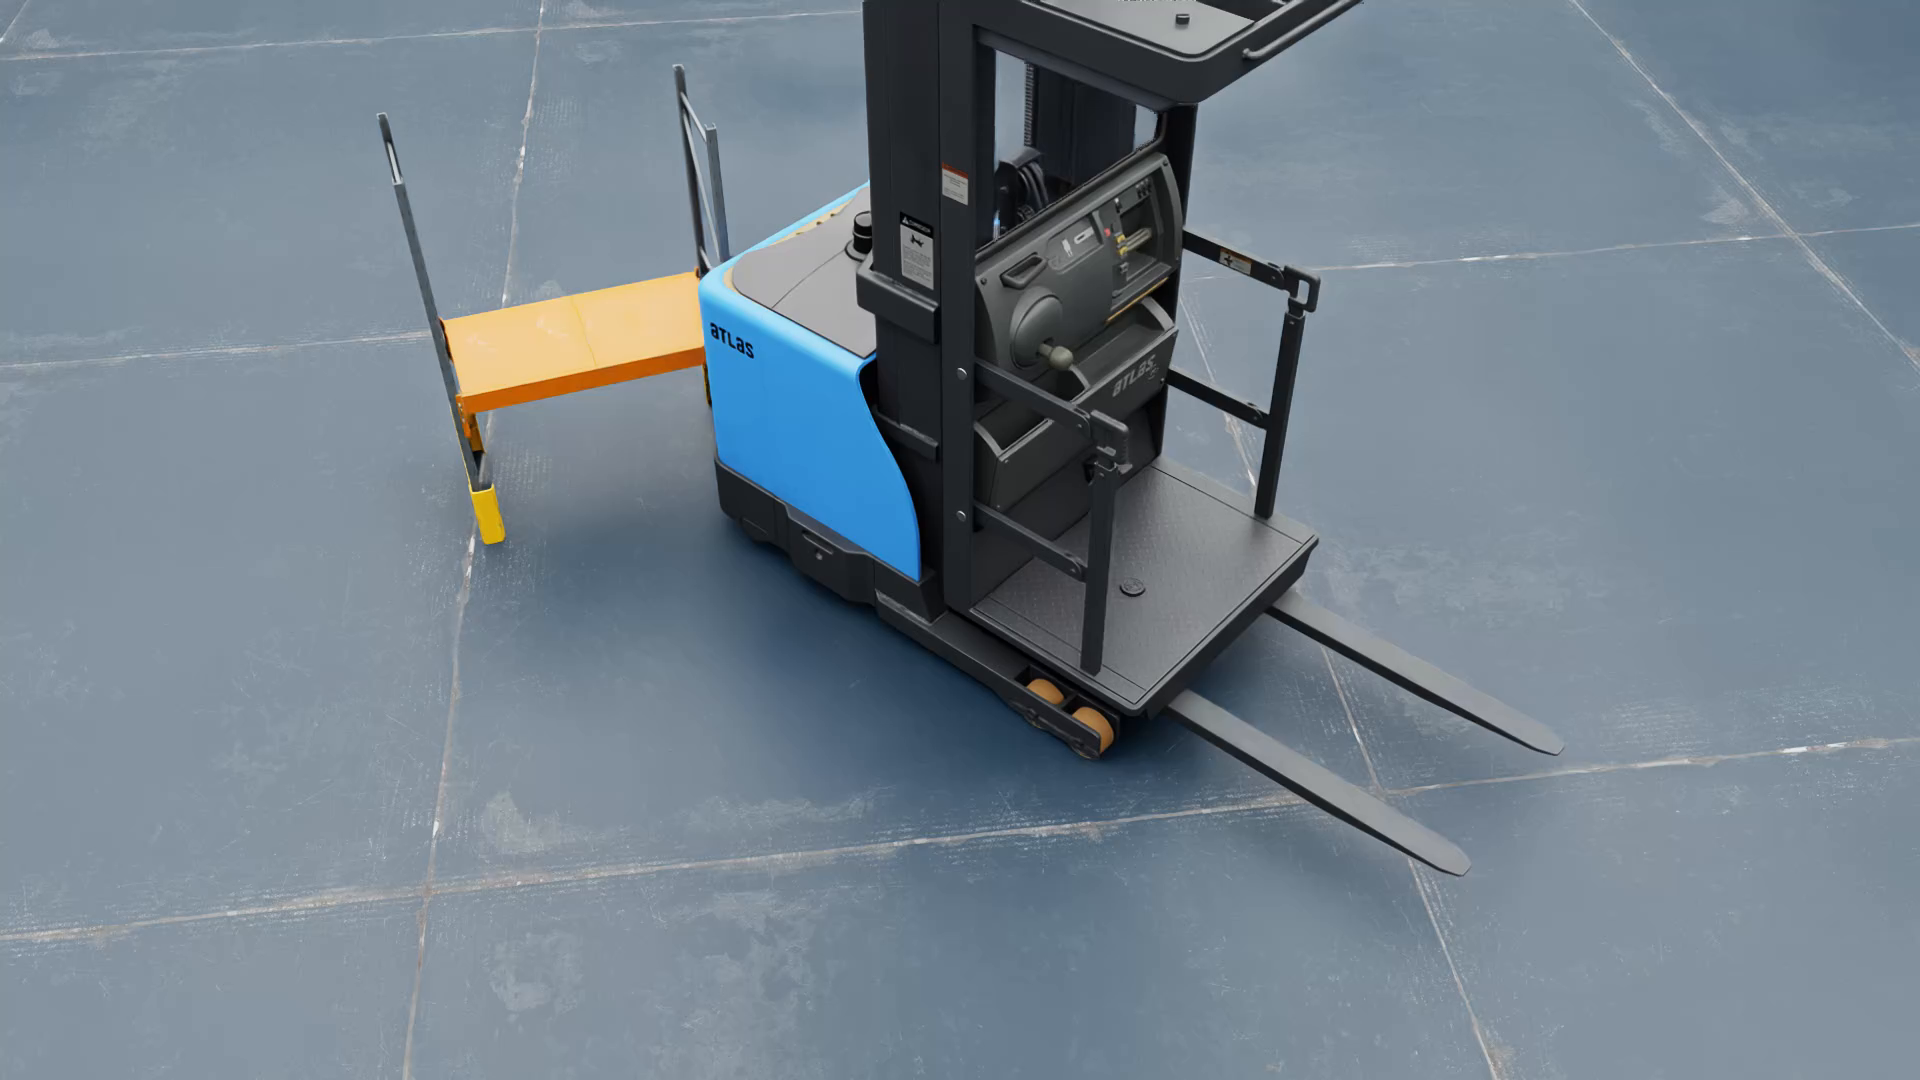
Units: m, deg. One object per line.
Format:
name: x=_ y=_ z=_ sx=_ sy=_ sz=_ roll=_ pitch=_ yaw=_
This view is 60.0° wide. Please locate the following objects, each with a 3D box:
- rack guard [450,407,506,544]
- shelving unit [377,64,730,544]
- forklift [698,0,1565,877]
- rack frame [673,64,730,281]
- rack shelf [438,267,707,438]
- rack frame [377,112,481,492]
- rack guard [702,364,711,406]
rack guard: x=-1.846 y=-0.266 z=6.359 sx=0.087 sy=0.250 sz=0.587 roll=-14 pitch=44 yaw=-15
shelving unit: x=-1.379 y=-0.848 z=6.070 sx=1.083 sy=1.500 sz=0.587 roll=-14 pitch=44 yaw=-15
forklift: x=0.535 y=-0.777 z=4.923 sx=3.031 sy=2.935 sz=1.130 roll=30 pitch=50 yaw=29
rack frame: x=-0.912 y=-0.965 z=6.200 sx=0.032 sy=1.500 sz=0.500 roll=-14 pitch=44 yaw=-15
rack shelf: x=-1.388 y=-0.712 z=6.188 sx=1.000 sy=0.185 sz=0.538 roll=-14 pitch=44 yaw=-15
rack frame: x=-1.864 y=-0.726 z=5.935 sx=0.032 sy=1.500 sz=0.500 roll=-14 pitch=44 yaw=-15
rack guard: x=-0.913 y=-0.501 z=6.618 sx=0.087 sy=0.250 sz=0.587 roll=-14 pitch=44 yaw=-15
